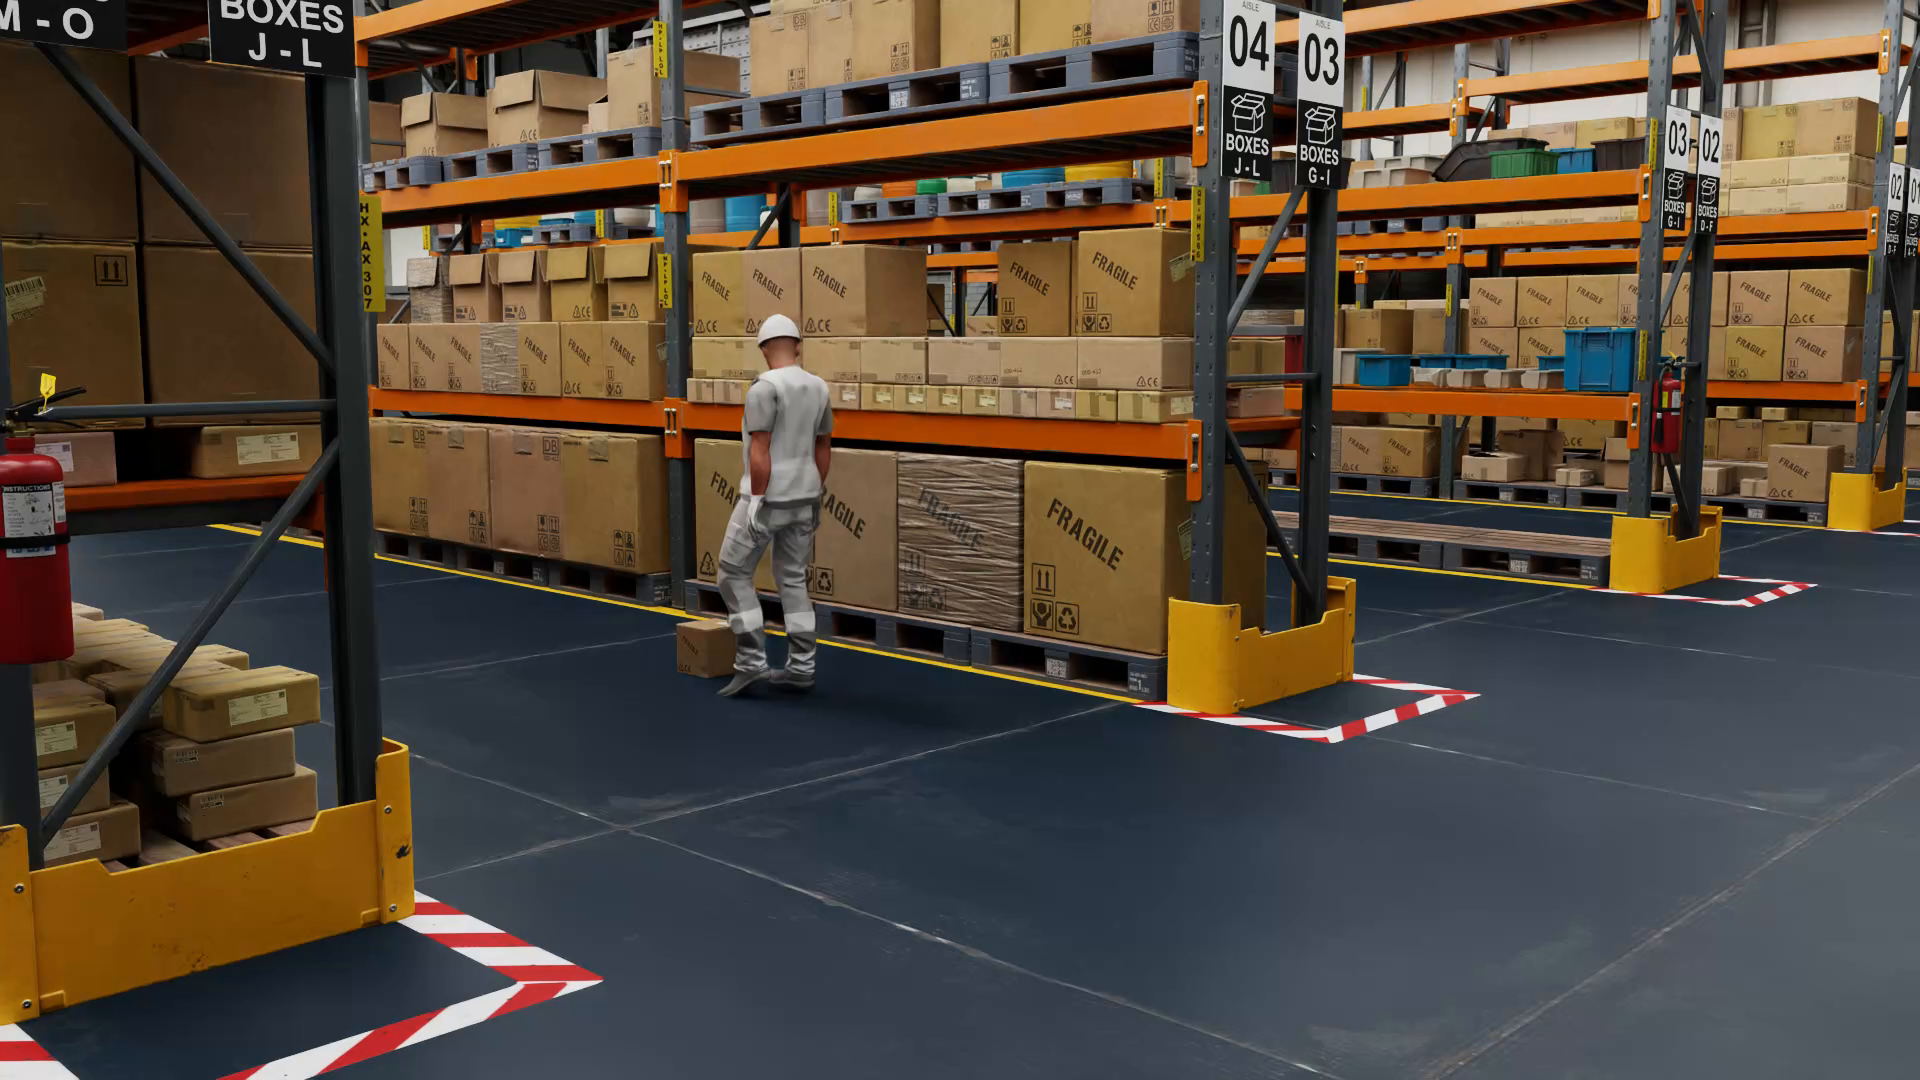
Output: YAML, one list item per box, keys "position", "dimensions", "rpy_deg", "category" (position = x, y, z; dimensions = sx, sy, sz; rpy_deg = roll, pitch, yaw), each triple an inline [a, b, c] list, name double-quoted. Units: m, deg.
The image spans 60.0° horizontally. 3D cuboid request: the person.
- position: [-0.883, -0.147, 7.898]
  dimensions: [0.420, 1.835, 0.593]
  rpy_deg: [5, 9, 37]
  category: "person"
